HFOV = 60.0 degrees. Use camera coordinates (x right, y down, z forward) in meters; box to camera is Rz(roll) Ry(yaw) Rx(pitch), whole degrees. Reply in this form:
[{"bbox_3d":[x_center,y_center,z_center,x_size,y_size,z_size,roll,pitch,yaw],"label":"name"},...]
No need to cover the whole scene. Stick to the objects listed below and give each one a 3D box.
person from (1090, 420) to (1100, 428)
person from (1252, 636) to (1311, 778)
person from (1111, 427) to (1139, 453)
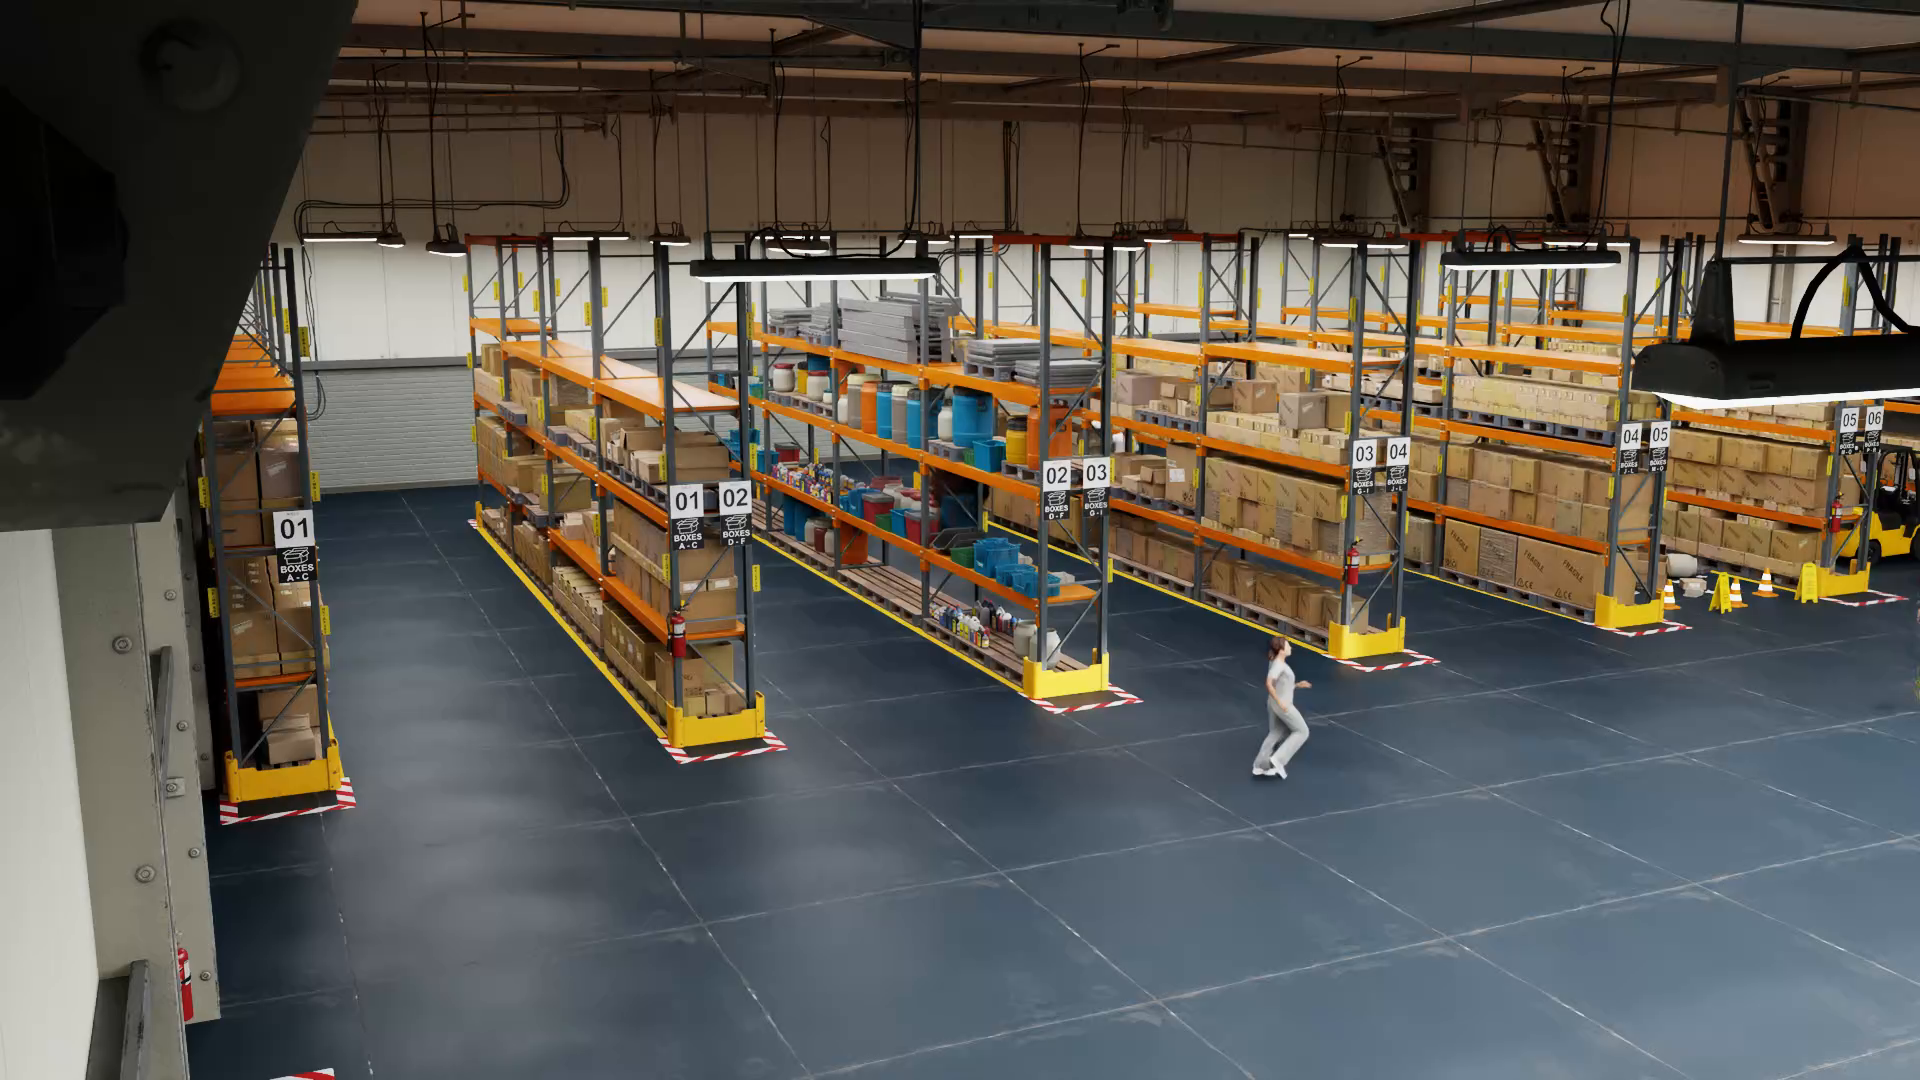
[{"bbox_3d":[3.219,-2.465,41.439,0.592,1.676,0.730,-7,13,-30],"label":"person"},{"bbox_3d":[3.678,1.899,18.922,0.643,1.640,0.537,-1,11,-5],"label":"person"},{"bbox_3d":[3.662,-1.716,37.299,0.676,1.847,0.861,-5,12,-26],"label":"person"}]
